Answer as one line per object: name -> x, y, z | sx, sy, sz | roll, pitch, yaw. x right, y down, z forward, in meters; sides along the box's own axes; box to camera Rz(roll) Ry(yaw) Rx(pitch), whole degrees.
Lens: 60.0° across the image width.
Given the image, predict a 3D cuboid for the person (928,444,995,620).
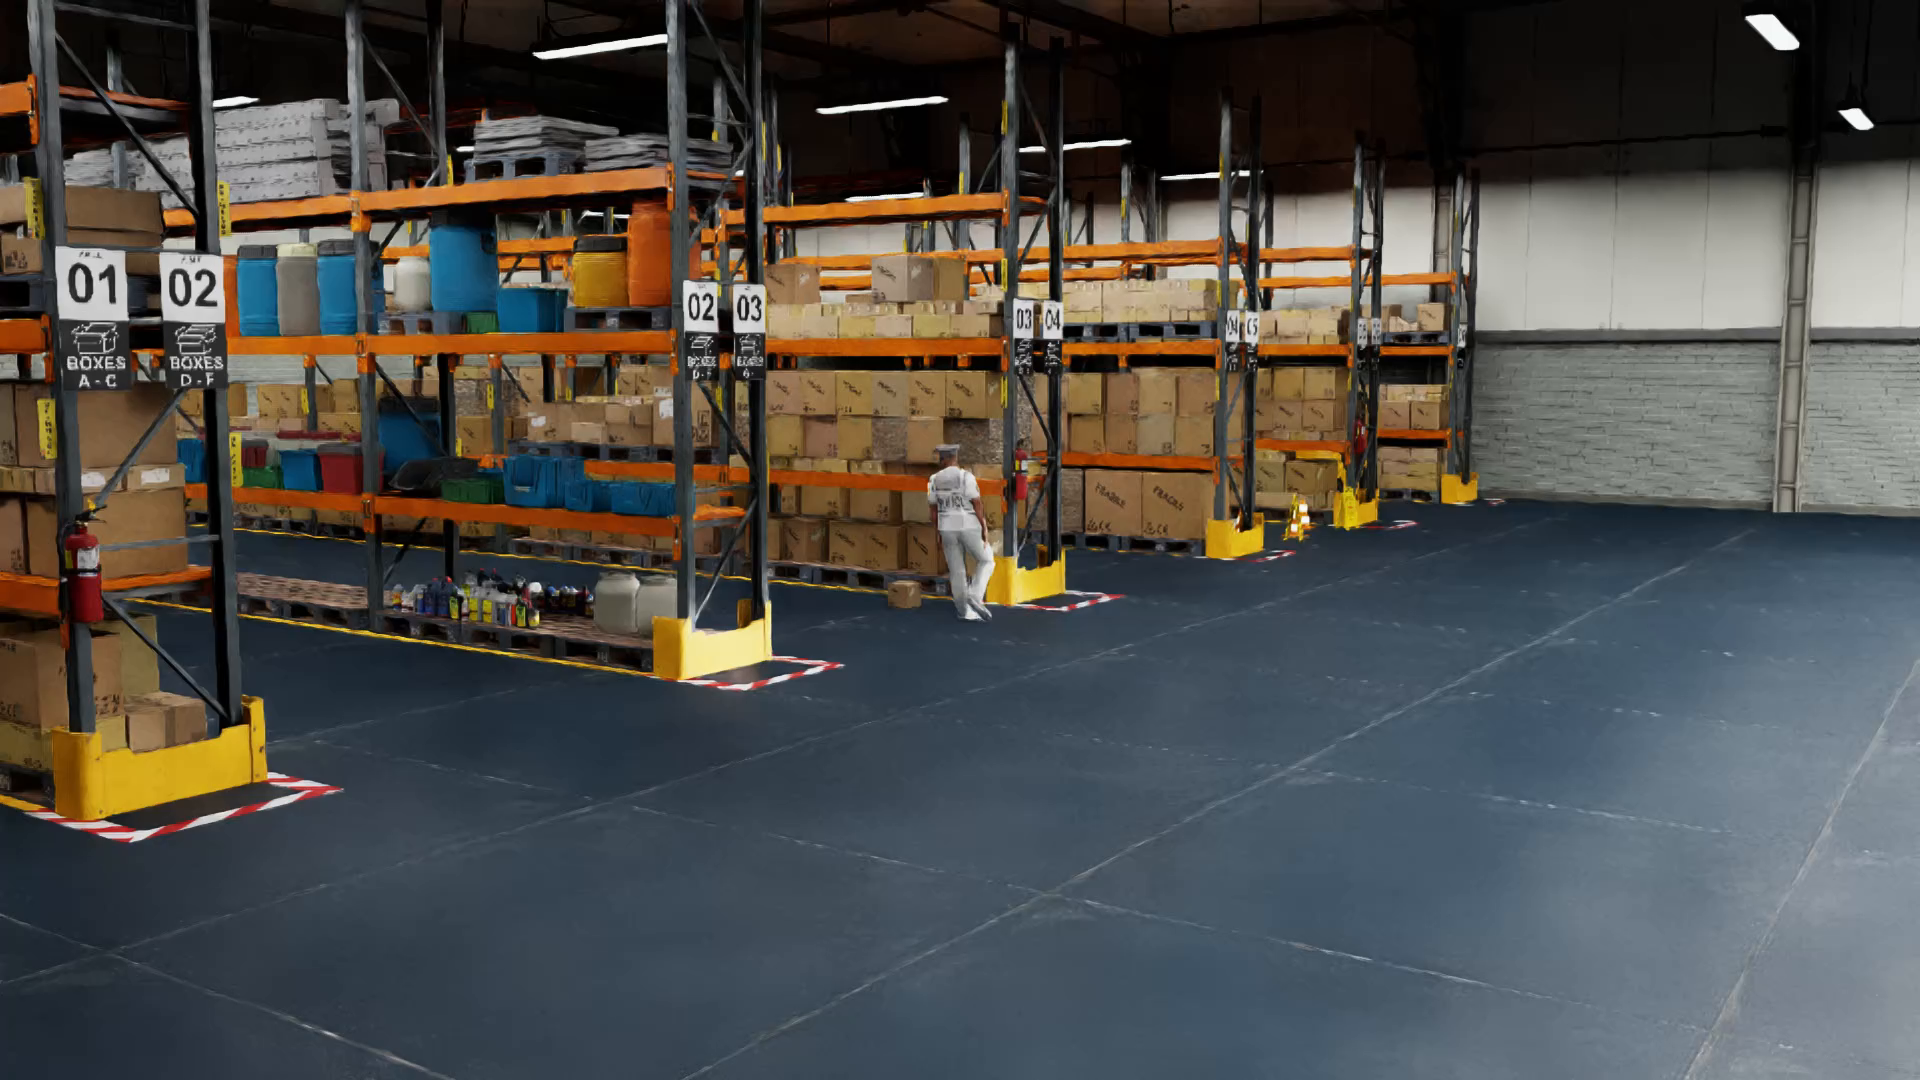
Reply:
person -> 0.030, -0.073, 16.373 | 0.690, 1.748, 0.476 | 2, 7, 21
